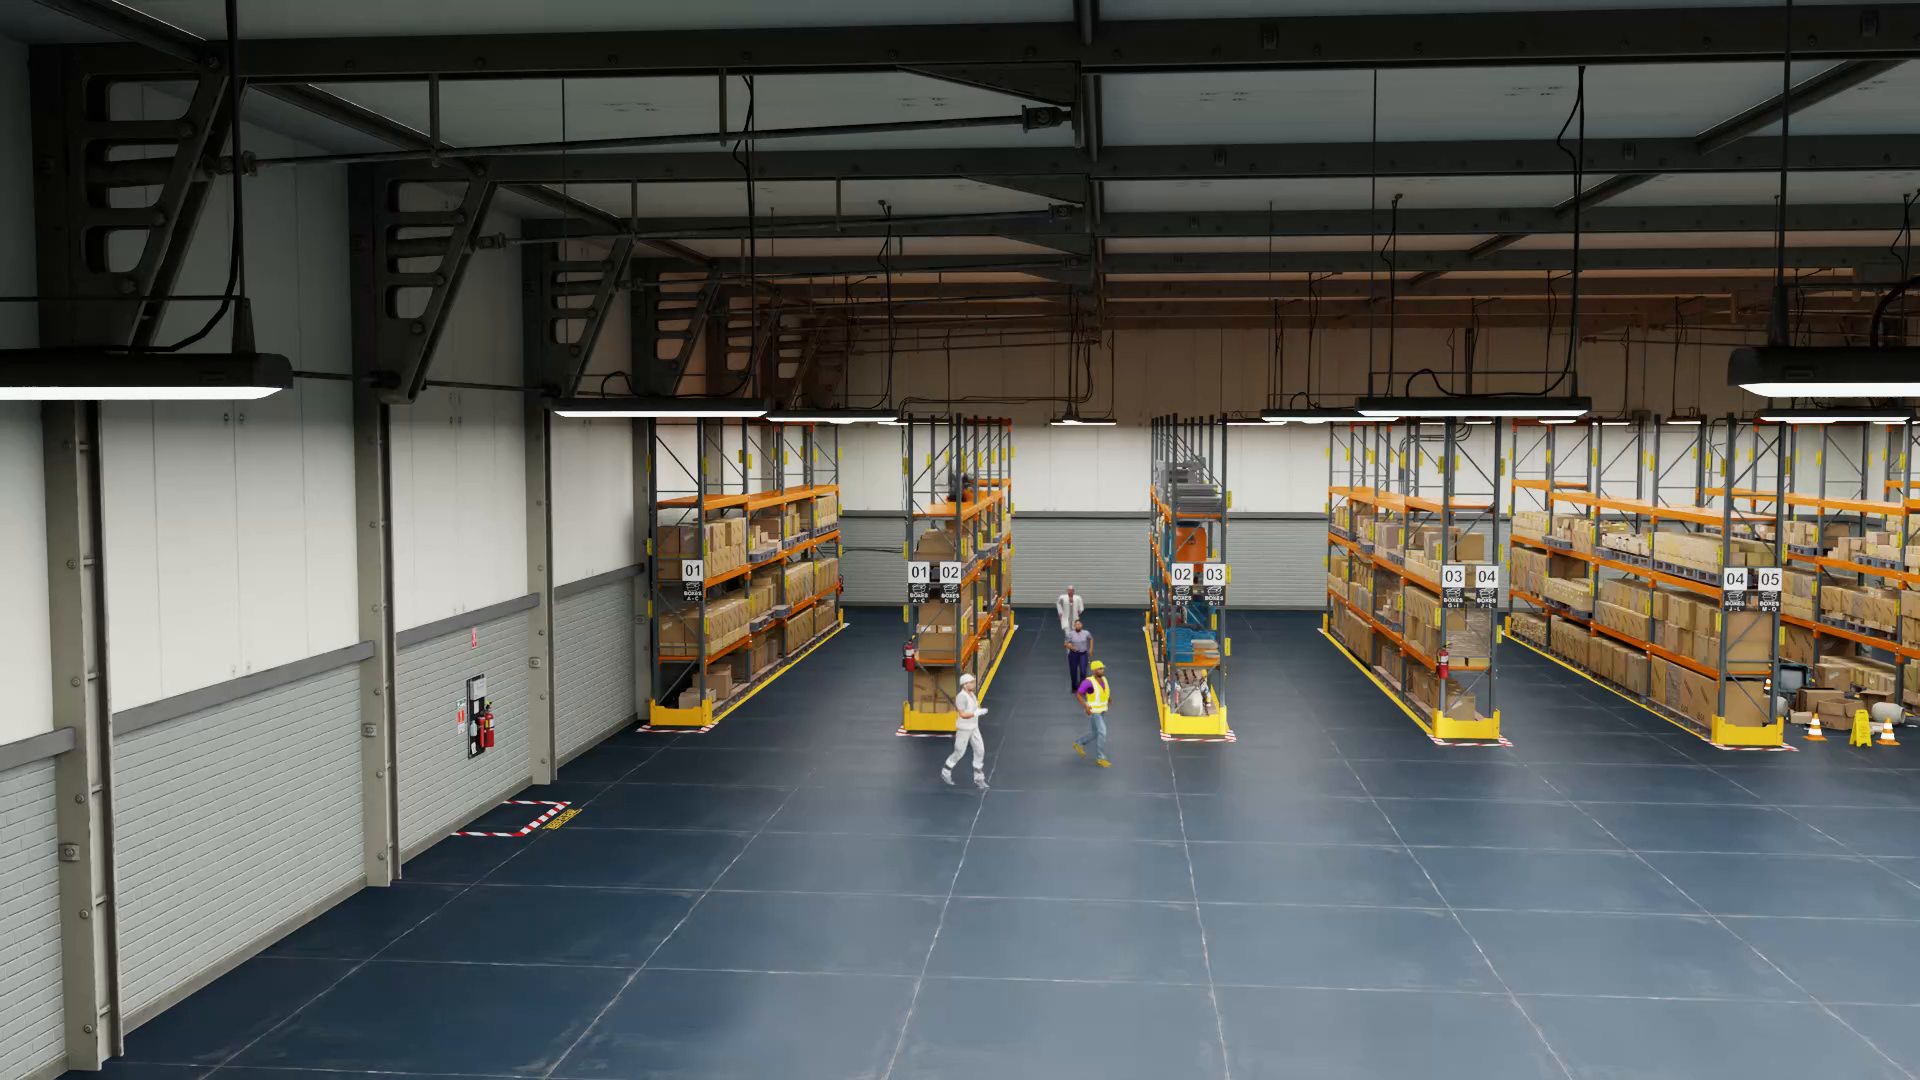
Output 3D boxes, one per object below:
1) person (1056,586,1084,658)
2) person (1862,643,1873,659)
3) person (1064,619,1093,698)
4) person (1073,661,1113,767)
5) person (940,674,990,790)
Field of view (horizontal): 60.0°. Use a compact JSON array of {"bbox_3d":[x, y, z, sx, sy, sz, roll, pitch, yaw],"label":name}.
[{"bbox_3d":[2.765,2.028,41.736,0.662,1.792,1.049,0,4,-5],"label":"person"},{"bbox_3d":[21.940,2.158,40.306,0.729,1.723,0.642,1,4,9],"label":"person"},{"bbox_3d":[2.529,2.538,35.416,0.617,1.713,0.717,0,4,2],"label":"person"},{"bbox_3d":[2.278,2.932,28.345,0.847,1.787,0.696,3,5,40],"label":"person"},{"bbox_3d":[0.076,3.040,26.386,0.836,1.844,0.661,2,4,28],"label":"person"}]
